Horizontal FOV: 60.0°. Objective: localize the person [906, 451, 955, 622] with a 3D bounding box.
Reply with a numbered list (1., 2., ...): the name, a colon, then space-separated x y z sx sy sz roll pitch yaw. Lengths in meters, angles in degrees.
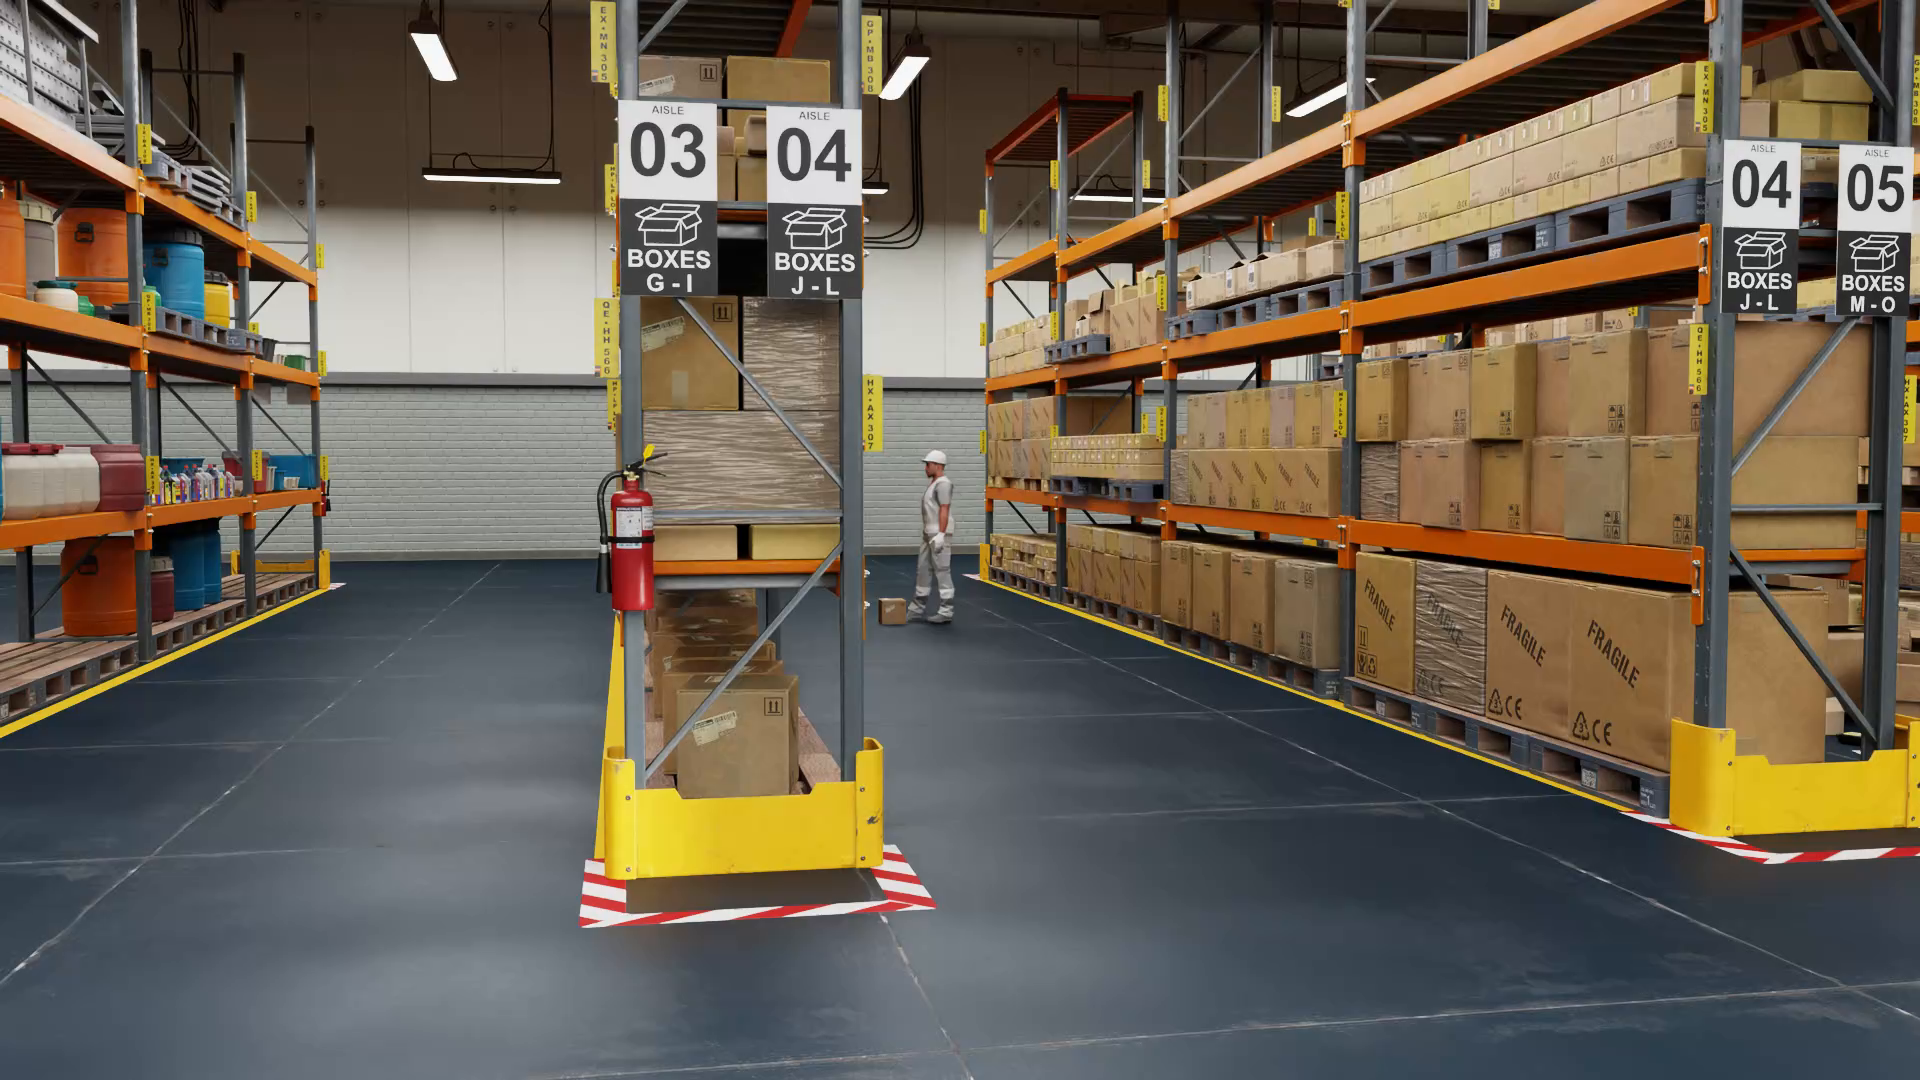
1. person: -0.351 -0.034 17.308 0.584 1.787 0.574 -1 3 -17
